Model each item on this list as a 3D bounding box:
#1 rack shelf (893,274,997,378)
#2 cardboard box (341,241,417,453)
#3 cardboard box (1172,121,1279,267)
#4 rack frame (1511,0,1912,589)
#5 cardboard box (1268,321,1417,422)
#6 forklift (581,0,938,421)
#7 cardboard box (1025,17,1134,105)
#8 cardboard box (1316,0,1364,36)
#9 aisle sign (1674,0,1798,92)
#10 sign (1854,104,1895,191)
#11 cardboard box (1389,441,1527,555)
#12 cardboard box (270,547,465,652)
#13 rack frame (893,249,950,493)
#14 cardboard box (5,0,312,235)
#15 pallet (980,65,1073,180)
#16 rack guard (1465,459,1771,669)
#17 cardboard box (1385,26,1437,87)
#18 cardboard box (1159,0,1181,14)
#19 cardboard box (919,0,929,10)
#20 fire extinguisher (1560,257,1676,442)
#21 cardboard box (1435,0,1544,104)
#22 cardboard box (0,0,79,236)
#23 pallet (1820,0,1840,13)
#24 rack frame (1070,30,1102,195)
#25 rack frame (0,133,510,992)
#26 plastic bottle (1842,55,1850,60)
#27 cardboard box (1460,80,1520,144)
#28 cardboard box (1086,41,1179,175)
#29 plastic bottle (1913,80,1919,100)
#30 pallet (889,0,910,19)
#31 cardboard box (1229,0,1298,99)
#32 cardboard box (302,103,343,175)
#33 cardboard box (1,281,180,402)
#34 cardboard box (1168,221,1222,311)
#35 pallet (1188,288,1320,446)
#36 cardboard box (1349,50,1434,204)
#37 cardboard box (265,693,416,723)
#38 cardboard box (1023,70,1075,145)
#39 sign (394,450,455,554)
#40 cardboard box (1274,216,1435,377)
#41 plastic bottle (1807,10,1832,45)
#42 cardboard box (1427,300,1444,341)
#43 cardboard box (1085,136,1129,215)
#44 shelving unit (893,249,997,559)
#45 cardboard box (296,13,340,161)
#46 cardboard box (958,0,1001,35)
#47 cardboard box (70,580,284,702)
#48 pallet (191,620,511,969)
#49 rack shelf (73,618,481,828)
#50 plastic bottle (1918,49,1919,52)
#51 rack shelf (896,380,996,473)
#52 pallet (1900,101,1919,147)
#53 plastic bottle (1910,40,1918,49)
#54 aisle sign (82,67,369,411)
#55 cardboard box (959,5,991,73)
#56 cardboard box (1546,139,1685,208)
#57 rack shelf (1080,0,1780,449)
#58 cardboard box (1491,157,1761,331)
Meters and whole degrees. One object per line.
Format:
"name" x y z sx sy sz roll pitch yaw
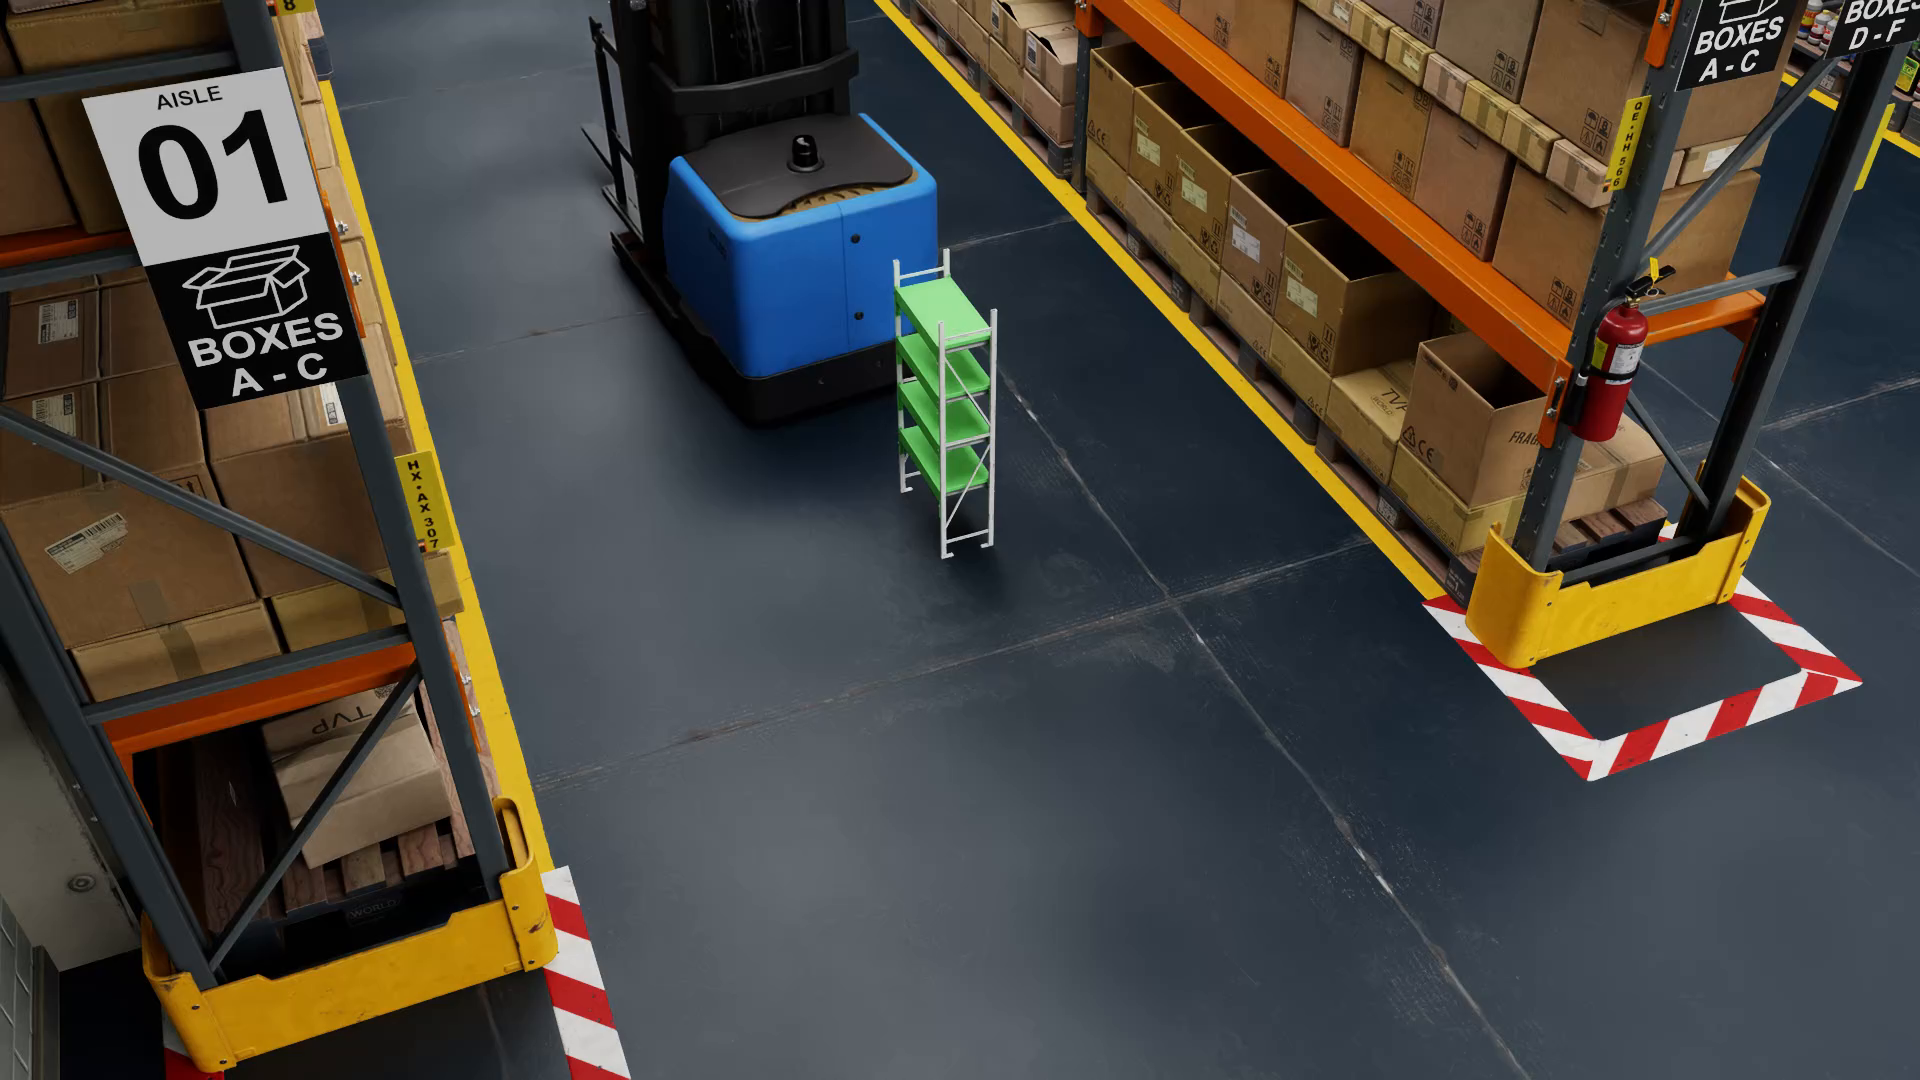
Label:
"rack shelf" -0.063 -0.870 6.703 0.258 0.148 0.480 -15 43 -17
"cardboard box" -2.003 -0.532 5.093 0.500 0.500 0.500 -15 43 -17
"cardboard box" 1.397 -1.723 8.165 0.500 0.500 0.500 -15 43 -17
"rack frame" 2.657 -0.873 5.964 1.000 3.000 0.127 -15 43 -17
"cardboard box" 1.783 -0.838 7.710 0.500 0.250 0.500 -15 43 -17
"forklift" -1.221 -2.621 8.050 1.130 2.935 3.031 -19 44 -21
"cardboard box" 0.707 -2.784 9.543 0.500 0.311 0.500 -15 43 -17
"cardboard box" 1.739 -2.273 7.018 0.380 0.149 0.250 -16 43 -17
"aisle sign" 2.411 -1.745 4.985 0.394 0.787 0.004 -15 43 -17
"sign" 3.172 -1.366 5.813 0.100 0.325 0.005 -15 43 -17
"cardboard box" 2.179 -0.239 7.014 0.500 0.250 0.500 -15 43 -17
"cardboard box" -1.812 0.042 5.001 0.500 0.250 0.500 -16 43 -18
"rack frame" -0.157 -0.702 7.146 0.240 1.200 0.015 -15 43 -17
"cardboard box" -1.815 -1.081 3.814 0.500 0.500 0.500 -14 43 -16
"pallet" 0.808 -2.659 10.180 1.003 0.211 1.213 -15 43 -17
"rack guard" 2.666 0.090 6.762 1.175 0.500 0.348 -15 43 -17
"cardboard box" 1.940 -1.961 6.655 0.380 0.149 0.250 -14 43 -16
"cardboard box" 1.302 -3.054 8.425 0.700 0.500 0.500 -16 43 -18
"cardboard box" -0.077 -3.805 11.161 0.500 0.250 0.500 -16 43 -18
"fire extinguisher" 2.273 -0.656 5.772 0.296 0.674 0.183 -15 43 -17
"cardboard box" 2.264 -2.034 6.243 0.700 0.500 0.500 -16 43 -18
"cardboard box" -2.312 -1.006 3.726 0.500 0.500 0.500 -12 42 -14
"pallet" 5.368 -3.922 11.649 1.003 0.211 1.213 -15 43 -17
"rack frame" 1.126 -3.282 8.766 1.000 3.000 0.127 -15 43 -17
"rack frame" -1.918 0.366 4.524 1.000 3.000 0.127 -15 43 -17
"plastic bottle" 5.570 -3.160 10.376 0.152 0.276 0.135 -14 43 -15
"cardboard box" 2.135 -1.650 6.294 0.380 0.149 0.250 -16 43 -17
"cardboard box" 1.015 -2.326 8.866 0.500 0.500 0.500 -15 43 -17
"plastic bottle" 5.789 -2.742 9.946 0.097 0.201 0.097 0 41 0
"pallet" -0.125 -4.129 11.889 1.003 0.211 1.213 -15 43 -17
"cardboard box" 1.698 -2.435 7.704 0.700 0.500 0.500 -14 43 -16
"cardboard box" -2.404 -1.153 5.815 0.500 0.500 0.500 -14 43 -16
"cardboard box" -2.479 -0.406 4.946 0.500 0.500 0.500 -15 43 -16
"cardboard box" 1.397 -1.439 8.409 0.500 0.250 0.500 -15 43 -17
"pallet" 1.863 -0.999 8.250 1.003 0.211 1.213 -15 43 -17
"cardboard box" 2.100 -1.811 6.978 0.700 0.500 0.500 -15 43 -17
"cardboard box" -2.318 0.436 6.168 0.500 0.311 0.500 -12 42 -13
"cardboard box" 0.700 -2.576 9.732 0.500 0.250 0.500 -16 43 -17
"sign" -1.417 -0.098 4.400 0.100 0.325 0.005 -15 43 -17
"cardboard box" 1.781 -1.121 7.465 0.500 0.500 0.500 -15 43 -17
"plastic bottle" 5.460 -3.259 10.548 0.097 0.201 0.097 0 41 0
"cardboard box" 2.261 -1.251 7.616 0.500 0.500 0.500 -15 43 -17
"cardboard box" 1.024 -2.044 9.113 0.500 0.250 0.500 -15 43 -17
"shelving unit" -0.063 -0.555 6.975 0.258 1.200 0.503 -15 43 -17
"cardboard box" -2.786 -1.772 6.535 0.500 0.500 0.500 -15 43 -17
"cardboard box" 0.313 -3.397 10.256 0.500 0.311 0.500 -15 43 -17
"cardboard box" -2.276 0.182 4.838 0.500 0.250 0.500 -15 43 -16
"pallet" -2.226 0.879 6.066 1.003 0.211 1.213 -15 43 -17
"rack shelf" -2.684 -0.567 6.160 1.077 0.370 4.000 -15 43 -17
"plastic bottle" 5.793 -2.865 10.036 0.097 0.271 0.097 0 41 0
"rack shelf" -0.063 -0.506 7.016 0.258 0.148 0.480 -15 43 -17
"pallet" 6.393 -2.307 9.771 1.003 0.211 1.213 -15 43 -17
"plastic bottle" 5.702 -2.975 10.103 0.144 0.351 0.185 -17 43 -19
"aisle sign" -1.614 -0.652 3.713 0.394 0.787 0.004 -15 43 -17
"cardboard box" 0.312 -3.190 10.445 0.500 0.250 0.500 -14 43 -16
"cardboard box" 2.335 -1.339 5.932 0.380 0.149 0.250 -16 43 -18
"rack shelf" 1.892 -1.805 7.600 1.077 0.370 4.000 -15 43 -17
"cardboard box" 2.490 -1.195 6.262 0.700 0.500 0.500 -15 43 -17
